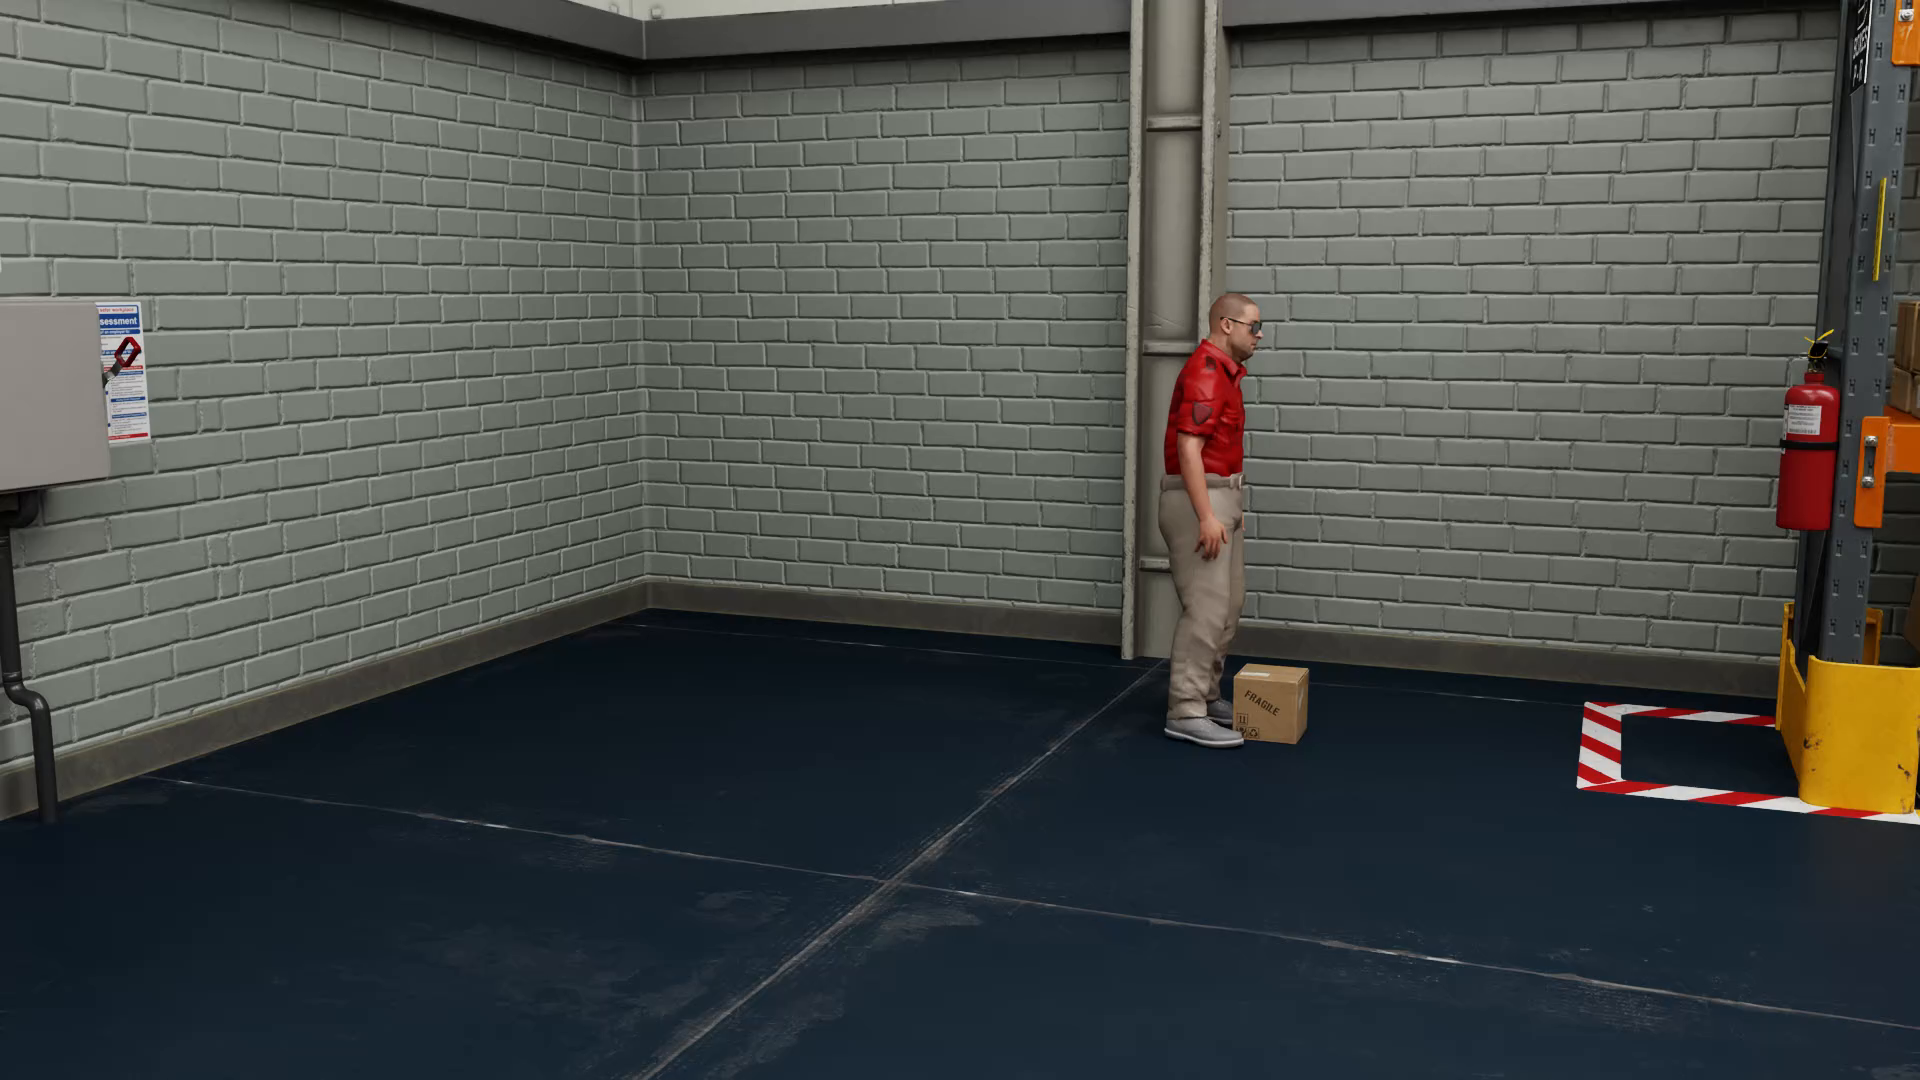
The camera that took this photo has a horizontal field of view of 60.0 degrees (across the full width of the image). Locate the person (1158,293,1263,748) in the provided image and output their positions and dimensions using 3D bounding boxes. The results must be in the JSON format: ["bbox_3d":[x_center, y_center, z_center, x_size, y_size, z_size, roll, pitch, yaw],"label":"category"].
[{"bbox_3d":[0.990,-0.100,6.549,0.384,1.727,0.597,3,9,19],"label":"person"}]
